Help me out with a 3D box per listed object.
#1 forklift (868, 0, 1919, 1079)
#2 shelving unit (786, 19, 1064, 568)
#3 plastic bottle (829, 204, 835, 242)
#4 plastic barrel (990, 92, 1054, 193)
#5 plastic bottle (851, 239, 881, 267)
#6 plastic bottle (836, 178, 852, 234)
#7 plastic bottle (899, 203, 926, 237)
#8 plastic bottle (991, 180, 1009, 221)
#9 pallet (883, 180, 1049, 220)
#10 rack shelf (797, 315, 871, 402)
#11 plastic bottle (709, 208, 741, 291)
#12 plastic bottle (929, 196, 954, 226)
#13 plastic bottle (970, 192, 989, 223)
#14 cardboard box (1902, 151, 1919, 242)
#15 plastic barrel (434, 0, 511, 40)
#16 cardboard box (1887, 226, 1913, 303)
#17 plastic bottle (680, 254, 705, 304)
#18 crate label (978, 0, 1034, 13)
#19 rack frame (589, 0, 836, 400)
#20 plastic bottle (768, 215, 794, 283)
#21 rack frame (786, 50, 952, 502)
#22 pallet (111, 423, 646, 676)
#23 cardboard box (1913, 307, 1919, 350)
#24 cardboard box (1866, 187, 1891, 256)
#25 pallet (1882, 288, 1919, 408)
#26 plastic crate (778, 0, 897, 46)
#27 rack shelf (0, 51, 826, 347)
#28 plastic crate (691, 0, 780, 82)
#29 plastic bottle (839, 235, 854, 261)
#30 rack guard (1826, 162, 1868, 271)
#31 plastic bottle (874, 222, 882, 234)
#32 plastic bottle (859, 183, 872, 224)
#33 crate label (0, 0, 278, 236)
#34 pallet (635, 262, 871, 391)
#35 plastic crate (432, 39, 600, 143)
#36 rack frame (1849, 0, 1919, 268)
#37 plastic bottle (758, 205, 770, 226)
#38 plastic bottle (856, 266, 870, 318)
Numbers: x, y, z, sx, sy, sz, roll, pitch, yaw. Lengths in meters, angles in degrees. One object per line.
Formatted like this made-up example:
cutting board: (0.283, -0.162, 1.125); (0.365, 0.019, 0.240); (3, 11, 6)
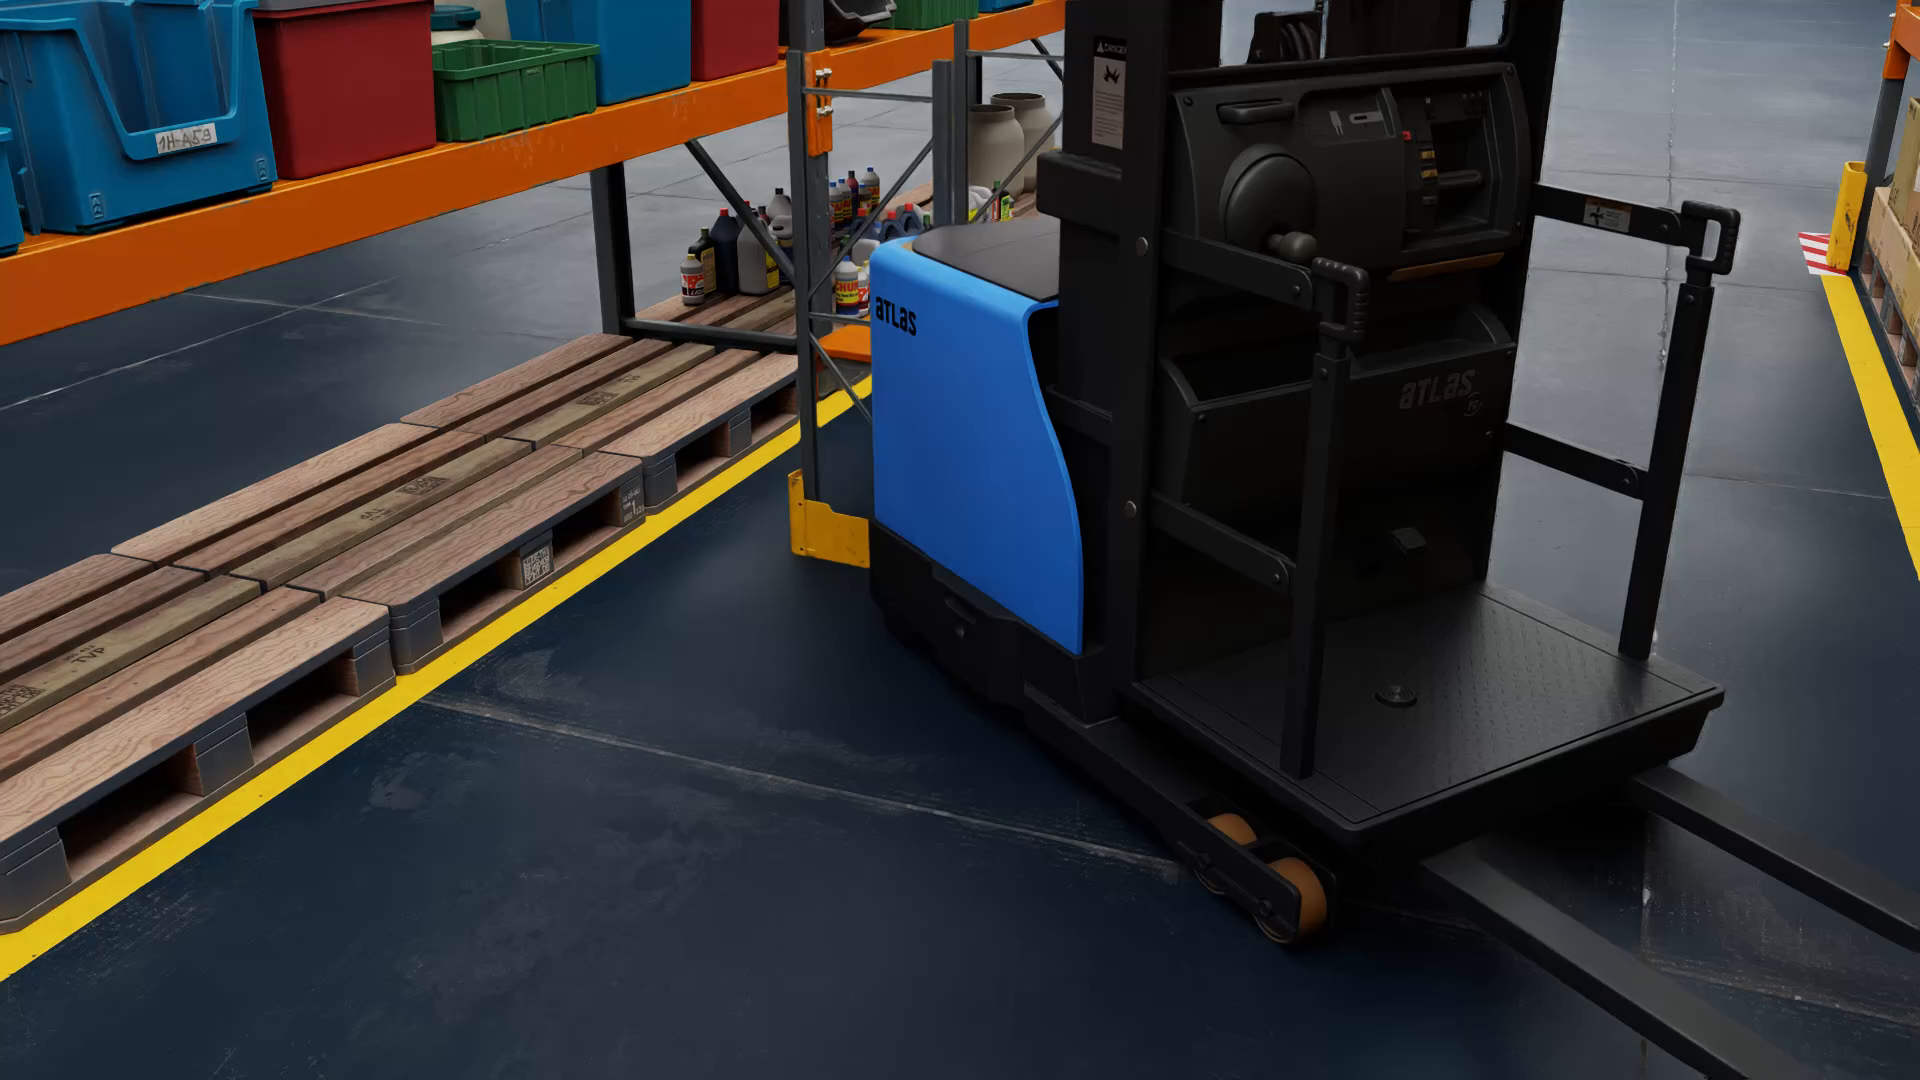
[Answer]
forklift: (0.937, -0.752, 3.249); (1.130, 2.935, 3.031); (-13, 26, -28)
shelving unit: (-0.026, -0.790, 5.194); (0.587, 1.500, 1.083); (11, 25, 25)
plastic bottle: (-0.665, -1.576, 8.192); (0.097, 0.201, 0.097); (0, 23, 0)
plastic barrel: (0.325, -2.262, 9.457); (0.421, 0.512, 0.421); (0, 23, 0)
plastic bottle: (-0.367, -1.148, 7.071); (0.152, 0.276, 0.135); (10, 25, 22)
plastic bottle: (-0.591, -1.680, 8.349); (0.097, 0.271, 0.097); (0, 23, 0)
plastic bottle: (-0.232, -1.309, 7.358); (0.144, 0.351, 0.185); (8, 24, 18)
plastic bottle: (0.197, -1.648, 8.257); (0.061, 0.283, 0.133); (9, 24, 21)
pallet: (0.207, -1.852, 9.410); (1.003, 0.211, 1.213); (9, 24, 20)
rack shelf: (-0.021, -0.627, 5.271); (0.538, 0.185, 1.000); (11, 25, 25)
plastic bottle: (-1.016, -1.284, 7.298); (0.144, 0.351, 0.185); (8, 24, 19)
plastic bottle: (-0.074, -1.461, 7.722); (0.144, 0.351, 0.185); (9, 24, 20)
plastic bottle: (0.053, -1.553, 8.039); (0.152, 0.276, 0.135); (8, 24, 19)
cardboard box: (4.333, -1.503, 7.007); (0.500, 0.500, 0.500); (9, 24, 20)
plastic barrel: (-1.546, -1.783, 5.451); (0.433, 0.535, 0.433); (0, 23, 0)
cardboard box: (4.322, -1.159, 7.155); (0.500, 0.250, 0.500); (9, 24, 20)
plastic bottle: (-1.142, -1.118, 7.094); (0.097, 0.201, 0.097); (0, 23, 0)
crate label: (0.066, -2.782, 7.972); (0.502, 0.435, 0.616); (9, 24, 20)
rack frame: (-0.987, -2.031, 6.221); (1.000, 3.000, 0.127); (9, 24, 20)
plastic bottle: (-0.797, -1.306, 7.447); (0.152, 0.276, 0.135); (9, 24, 20)
rack frame: (-0.252, -0.618, 4.784); (0.500, 1.500, 0.032); (11, 25, 25)
pallet: (-1.694, -0.020, 5.024); (1.003, 0.211, 1.213); (9, 24, 20)
cardboard box: (3.947, -0.802, 6.300); (0.500, 0.250, 0.500); (9, 24, 20)
cardboard box: (4.691, -1.517, 8.013); (0.500, 0.250, 0.500); (9, 24, 20)
pallet: (4.396, -0.751, 6.774); (1.003, 0.211, 1.213); (9, 24, 20)
plastic crate: (-0.675, -2.172, 6.638); (0.767, 0.338, 0.504); (9, 24, 20)
rack shelf: (-1.730, -0.984, 4.647); (1.077, 0.370, 4.000); (9, 24, 20)
plastic crate: (-0.883, -1.844, 5.689); (0.402, 0.464, 0.583); (9, 24, 20)
plastic bottle: (-0.466, -1.167, 7.105); (0.061, 0.283, 0.133); (9, 24, 20)
rack guard: (5.105, -1.607, 8.450); (1.175, 0.500, 0.348); (9, 24, 20)
plastic bottle: (-0.360, -1.274, 7.377); (0.097, 0.271, 0.097); (0, 23, 0)
plastic bottle: (-0.503, -1.733, 8.568); (0.097, 0.201, 0.097); (0, 23, 0)
crate label: (-1.853, -0.933, 3.546); (0.502, 0.435, 0.616); (9, 24, 20)
pallet: (-0.699, -0.979, 7.320); (1.003, 0.211, 1.213); (9, 24, 20)
plastic crate: (-1.372, -1.270, 4.673); (0.450, 0.188, 0.662); (9, 24, 20)
rack frame: (5.096, -2.752, 7.947); (1.000, 3.000, 0.127); (9, 24, 20)
plastic bottle: (-0.922, -1.386, 7.629); (0.061, 0.283, 0.133); (11, 25, 24)
plastic bottle: (-0.424, -1.031, 6.886); (0.097, 0.201, 0.097); (0, 23, 0)
